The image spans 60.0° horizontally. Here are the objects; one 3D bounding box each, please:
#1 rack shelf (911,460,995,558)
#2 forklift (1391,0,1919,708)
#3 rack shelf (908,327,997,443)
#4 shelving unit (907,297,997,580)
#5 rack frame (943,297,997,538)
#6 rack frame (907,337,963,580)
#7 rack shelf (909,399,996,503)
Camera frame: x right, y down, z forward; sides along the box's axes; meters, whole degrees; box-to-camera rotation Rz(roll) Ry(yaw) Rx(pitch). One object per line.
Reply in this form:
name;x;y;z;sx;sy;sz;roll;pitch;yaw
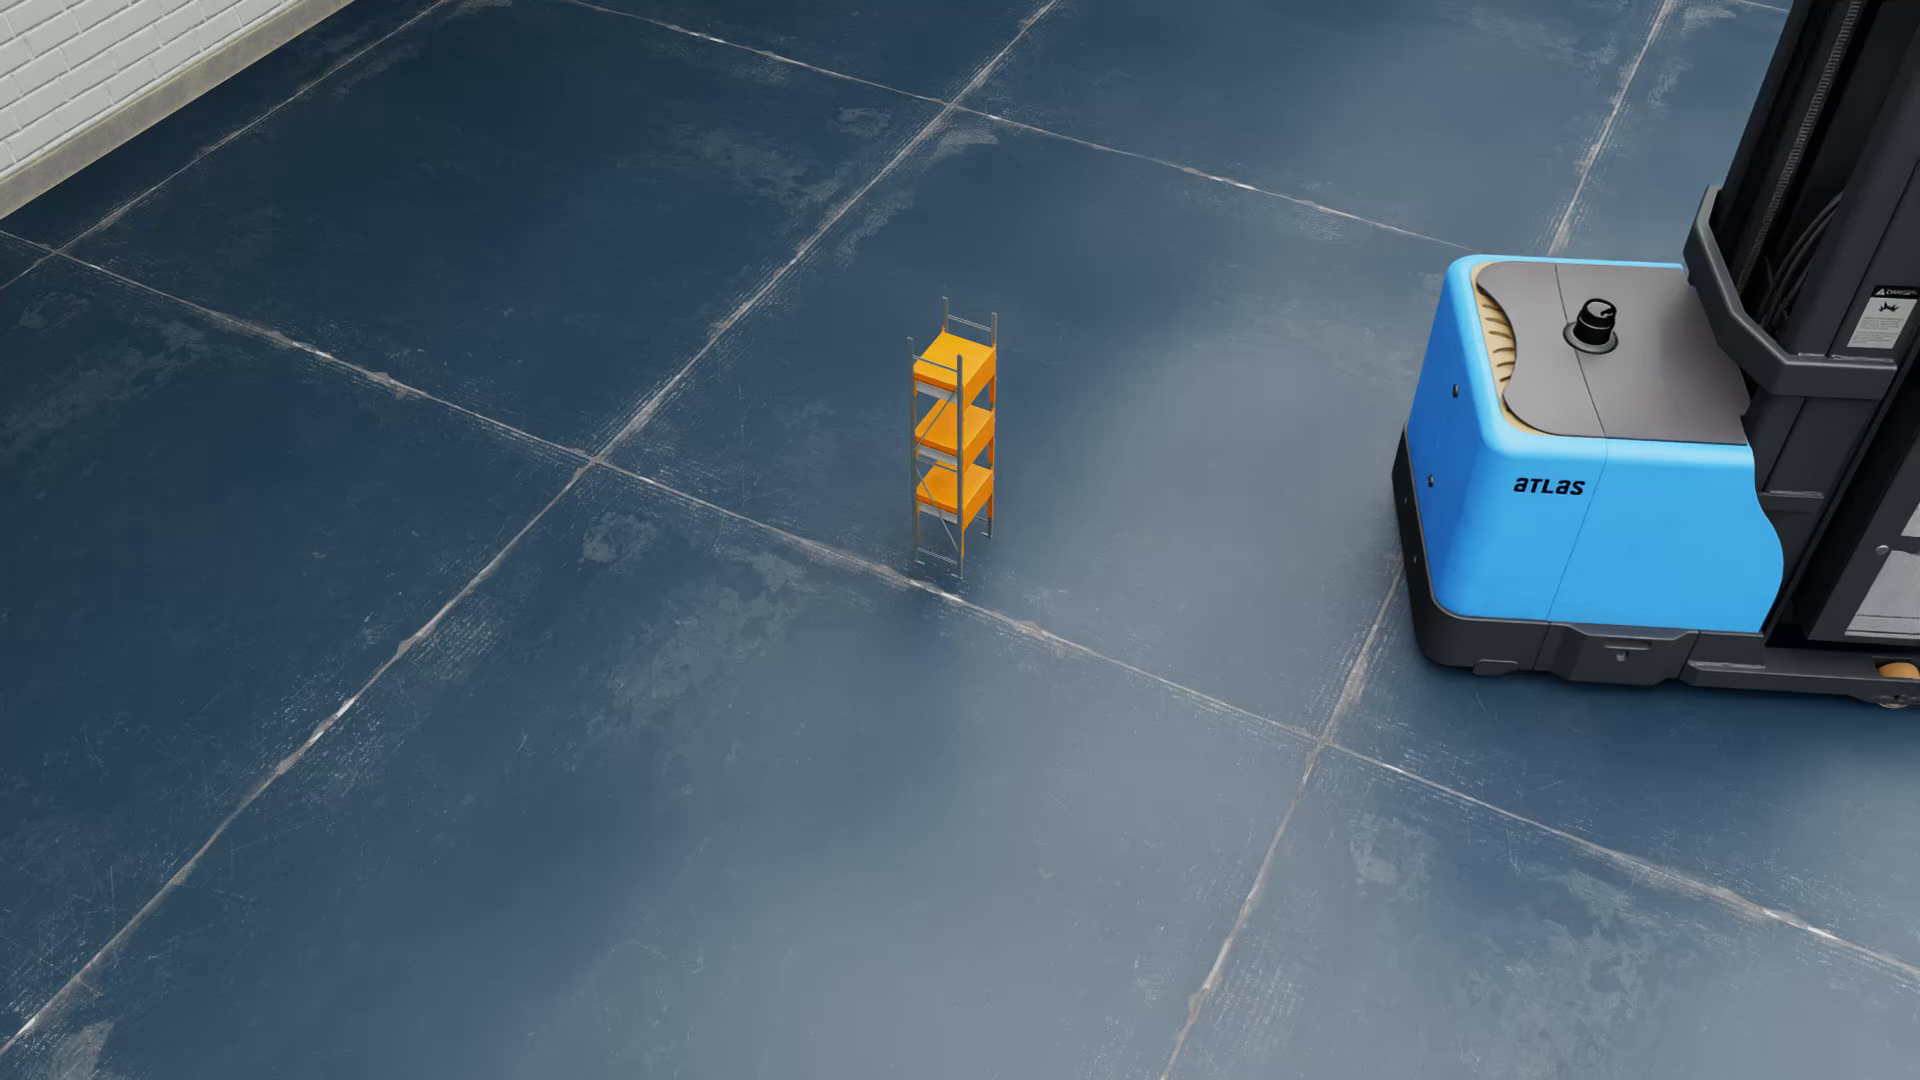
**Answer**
rack shelf;-0.025;-0.133;6.048;0.215;0.259;0.240;20;49;19
forklift;3.136;-0.842;5.021;3.031;2.935;1.130;3;45;3
rack shelf;-0.025;-0.527;5.649;0.215;0.259;0.240;20;49;19
shelving unit;-0.025;-0.335;5.843;0.215;1.050;0.252;20;49;19
rack frame;0.032;-0.412;5.919;0.200;1.050;0.008;20;49;19
rack frame;-0.081;-0.258;5.767;0.200;1.050;0.008;20;49;19
rack shelf;-0.025;-0.328;5.851;0.215;0.259;0.240;20;49;19
